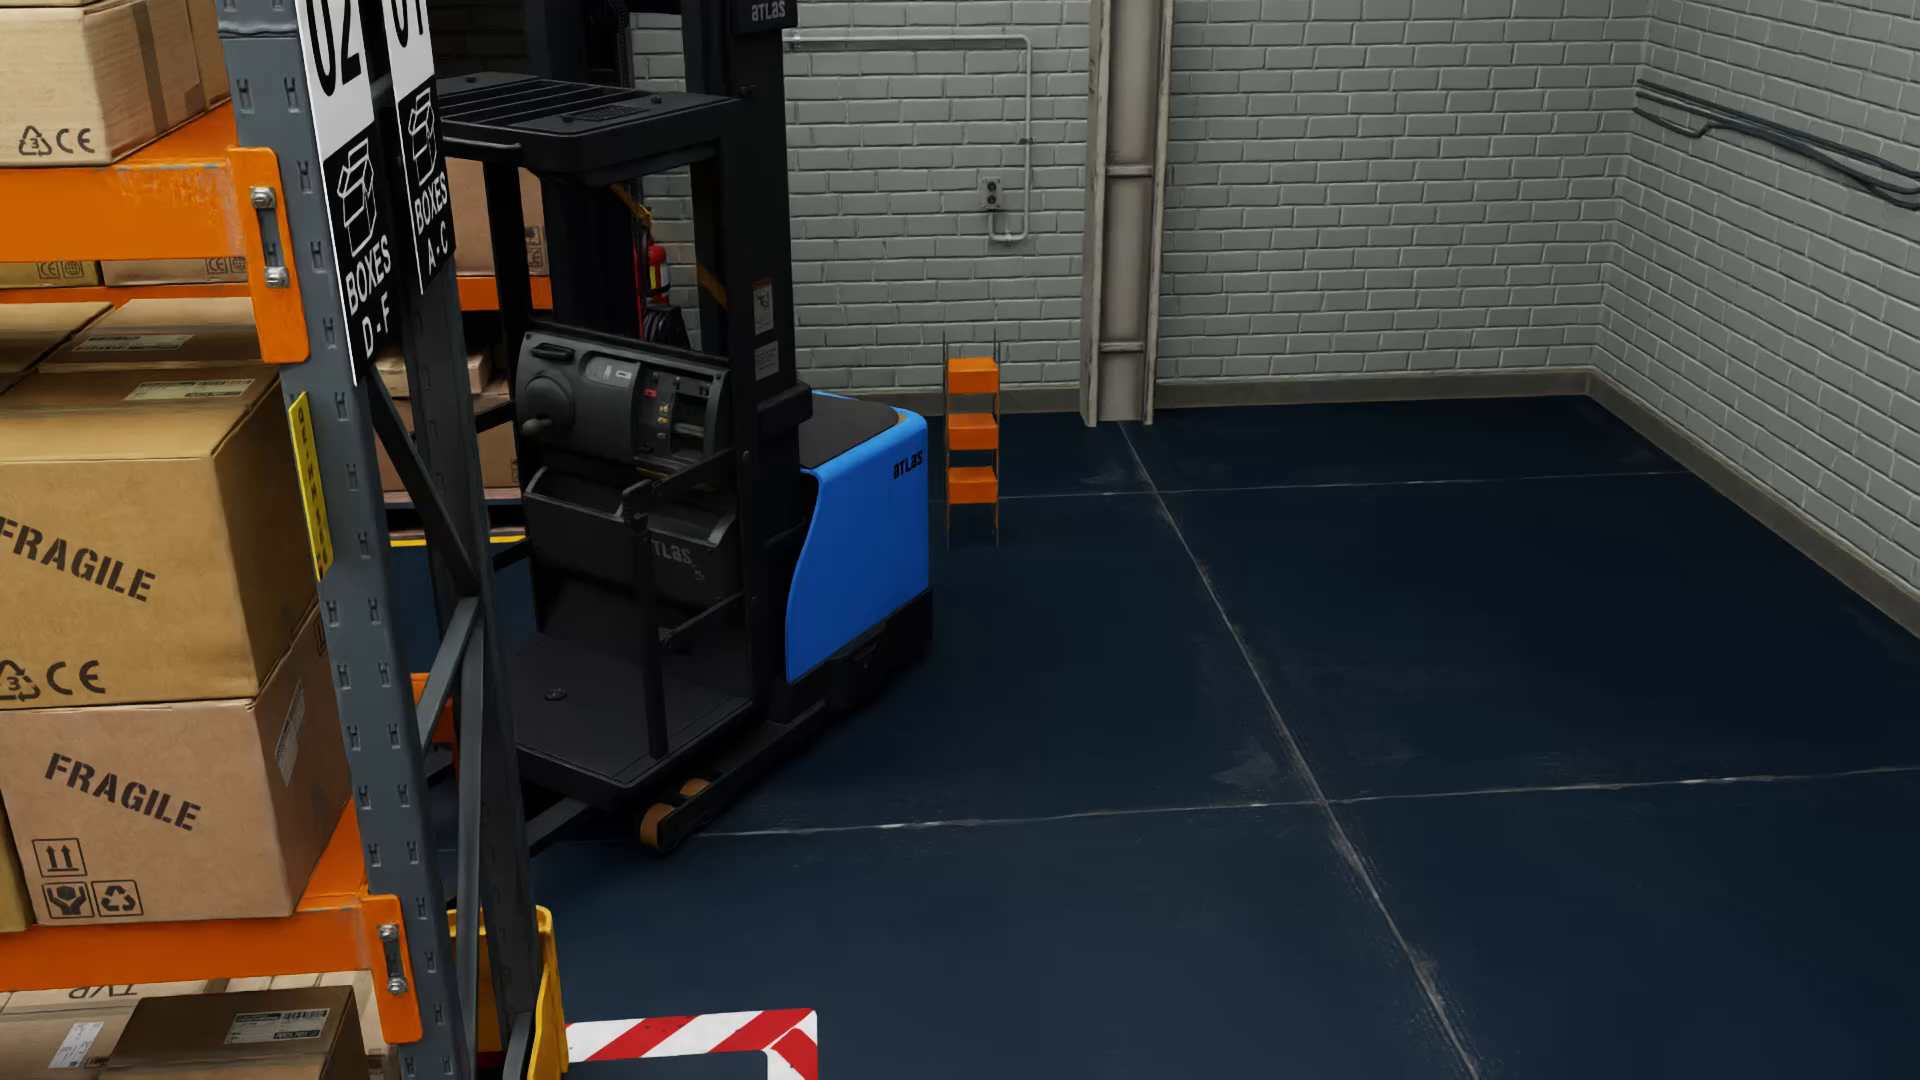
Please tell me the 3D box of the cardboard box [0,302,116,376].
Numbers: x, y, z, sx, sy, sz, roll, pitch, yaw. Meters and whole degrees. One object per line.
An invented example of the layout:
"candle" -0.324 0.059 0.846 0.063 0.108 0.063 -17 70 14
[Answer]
"cardboard box" -2.172 -0.212 3.680 0.500 0.500 0.500 -2 24 -5

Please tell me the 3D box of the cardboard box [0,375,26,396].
"cardboard box" -2.103 0.002 3.198 0.500 0.500 0.500 -2 24 -4

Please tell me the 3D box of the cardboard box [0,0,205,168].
"cardboard box" -1.670 -0.820 2.893 0.500 0.250 0.500 -2 24 -5

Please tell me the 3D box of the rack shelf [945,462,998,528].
"rack shelf" 0.053 -0.218 8.159 0.240 0.259 0.215 -2 24 -5

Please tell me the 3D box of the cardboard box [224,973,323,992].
"cardboard box" -1.884 1.337 4.496 0.250 0.166 0.380 -2 24 -5

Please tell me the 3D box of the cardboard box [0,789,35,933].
"cardboard box" -2.120 0.460 3.400 0.500 0.500 0.500 -2 24 -5

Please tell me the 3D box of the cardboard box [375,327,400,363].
"cardboard box" -3.011 -0.980 8.523 0.250 0.149 0.380 -2 24 -5

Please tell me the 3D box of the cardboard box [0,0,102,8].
"cardboard box" -1.671 -1.052 2.799 0.500 0.250 0.500 -2 24 -5

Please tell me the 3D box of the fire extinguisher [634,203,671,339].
"fire extinguisher" -1.480 -1.260 7.947 0.183 0.674 0.296 -2 24 -5

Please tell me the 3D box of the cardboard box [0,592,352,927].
"cardboard box" -1.604 0.438 3.449 0.500 0.500 0.500 -2 24 -4

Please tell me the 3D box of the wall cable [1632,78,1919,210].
"wall cable" 3.988 -3.051 7.857 0.112 2.526 3.097 -2 24 -5

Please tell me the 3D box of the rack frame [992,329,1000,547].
"rack frame" 0.175 -0.487 8.053 0.008 1.050 0.200 -2 24 -5

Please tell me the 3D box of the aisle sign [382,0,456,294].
"aisle sign" -1.146 -0.954 3.503 0.004 0.787 0.394 -2 24 -5

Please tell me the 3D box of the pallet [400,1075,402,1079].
"pallet" -2.054 1.665 4.245 1.213 0.211 1.003 -2 24 -5

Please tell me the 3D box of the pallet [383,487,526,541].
"pallet" -2.463 -0.309 8.685 1.213 0.211 1.003 -2 24 -5

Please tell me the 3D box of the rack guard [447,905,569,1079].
"rack guard" -1.260 1.501 4.258 0.348 0.500 1.175 -2 24 -5

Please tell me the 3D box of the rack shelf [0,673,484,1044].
"rack shelf" -3.175 0.764 3.724 4.000 0.370 1.077 -2 24 -5

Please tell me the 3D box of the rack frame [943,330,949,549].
"rack frame" -0.068 -0.477 8.031 0.008 1.050 0.200 -2 24 -5

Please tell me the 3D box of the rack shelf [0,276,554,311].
"rack shelf" -3.666 -1.238 8.228 4.000 0.370 1.077 -2 24 -5

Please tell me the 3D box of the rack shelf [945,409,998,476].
"rack shelf" 0.053 -0.472 8.046 0.240 0.259 0.215 -2 24 -5

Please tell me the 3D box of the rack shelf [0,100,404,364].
"rack shelf" -3.175 -0.607 3.115 4.000 0.370 1.077 -2 24 -5

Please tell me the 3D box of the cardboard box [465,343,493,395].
"cardboard box" -2.472 -0.846 8.221 0.250 0.149 0.380 -3 24 -6

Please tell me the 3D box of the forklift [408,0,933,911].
"forklift" -1.314 -0.467 5.693 1.130 2.935 3.031 14 28 28

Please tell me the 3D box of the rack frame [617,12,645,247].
"rack frame" -1.675 -1.647 8.262 0.127 3.000 1.000 -2 24 -5

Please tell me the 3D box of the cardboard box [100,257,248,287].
"cardboard box" -3.665 -1.699 8.010 0.700 0.700 0.980 -3 24 -8

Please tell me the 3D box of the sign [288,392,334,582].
"sign" -1.150 -0.093 2.952 0.005 0.325 0.100 -2 24 -5

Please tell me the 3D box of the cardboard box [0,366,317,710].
"cardboard box" -1.601 -0.018 3.244 0.500 0.500 0.500 -3 24 -6

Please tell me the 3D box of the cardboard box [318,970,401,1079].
"cardboard box" -1.635 1.335 4.522 0.250 0.149 0.380 -2 24 -5

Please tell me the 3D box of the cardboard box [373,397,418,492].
"cardboard box" -2.860 -0.608 8.485 0.500 0.500 0.700 -2 24 -5

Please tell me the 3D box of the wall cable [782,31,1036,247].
"wall cable" -0.494 -2.544 9.031 1.851 1.984 0.084 -2 24 -5

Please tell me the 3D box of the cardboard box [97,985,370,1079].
"cardboard box" -1.702 1.418 3.903 0.500 0.500 0.500 -2 24 -5

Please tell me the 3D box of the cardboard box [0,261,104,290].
"cardboard box" -4.388 -1.666 7.936 0.700 0.700 0.980 -3 24 -6

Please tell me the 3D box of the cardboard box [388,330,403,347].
"cardboard box" -2.762 -0.990 8.545 0.250 0.149 0.380 -2 24 -5

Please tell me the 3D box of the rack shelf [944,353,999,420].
"rack shelf" 0.053 -0.732 7.931 0.240 0.259 0.215 -2 24 -5

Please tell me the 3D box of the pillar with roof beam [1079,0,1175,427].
"pillar with roof beam" 1.350 -3.105 4.158 0.400 9.000 9.100 -2 24 -5

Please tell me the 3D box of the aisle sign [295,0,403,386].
"aisle sign" -1.087 -0.711 2.957 0.004 0.787 0.394 -2 24 -5

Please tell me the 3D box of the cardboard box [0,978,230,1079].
"cardboard box" -2.251 1.338 4.391 0.500 0.250 0.500 -2 24 -5

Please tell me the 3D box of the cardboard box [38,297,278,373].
"cardboard box" -1.652 -0.236 3.734 0.500 0.500 0.500 -2 24 -4

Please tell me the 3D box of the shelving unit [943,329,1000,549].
"shelving unit" 0.053 -0.482 8.042 0.252 1.050 0.215 -2 24 -5

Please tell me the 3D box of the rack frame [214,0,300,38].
"rack frame" -1.185 -2.386 2.539 0.127 3.000 1.000 -2 24 -5

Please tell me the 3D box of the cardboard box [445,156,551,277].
"cardboard box" -2.182 -1.759 8.146 0.700 0.700 0.980 -1 24 -3

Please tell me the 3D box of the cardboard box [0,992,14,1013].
"cardboard box" -2.749 1.358 4.346 0.500 0.250 0.500 -2 24 -5

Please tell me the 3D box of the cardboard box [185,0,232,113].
"cardboard box" -1.721 -1.029 3.364 0.500 0.250 0.500 -2 24 -5

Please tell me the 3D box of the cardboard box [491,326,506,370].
"cardboard box" -2.257 -1.010 8.592 0.250 0.149 0.380 -2 24 -5

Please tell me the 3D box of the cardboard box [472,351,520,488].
"cardboard box" -2.362 -0.628 8.530 0.500 0.500 0.700 -2 24 -5

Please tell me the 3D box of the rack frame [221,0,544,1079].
"rack frame" -1.185 0.355 3.757 0.127 3.000 1.000 -2 24 -5

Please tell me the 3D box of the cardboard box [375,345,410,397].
"cardboard box" -2.726 -0.835 8.198 0.250 0.149 0.380 -2 24 -4
